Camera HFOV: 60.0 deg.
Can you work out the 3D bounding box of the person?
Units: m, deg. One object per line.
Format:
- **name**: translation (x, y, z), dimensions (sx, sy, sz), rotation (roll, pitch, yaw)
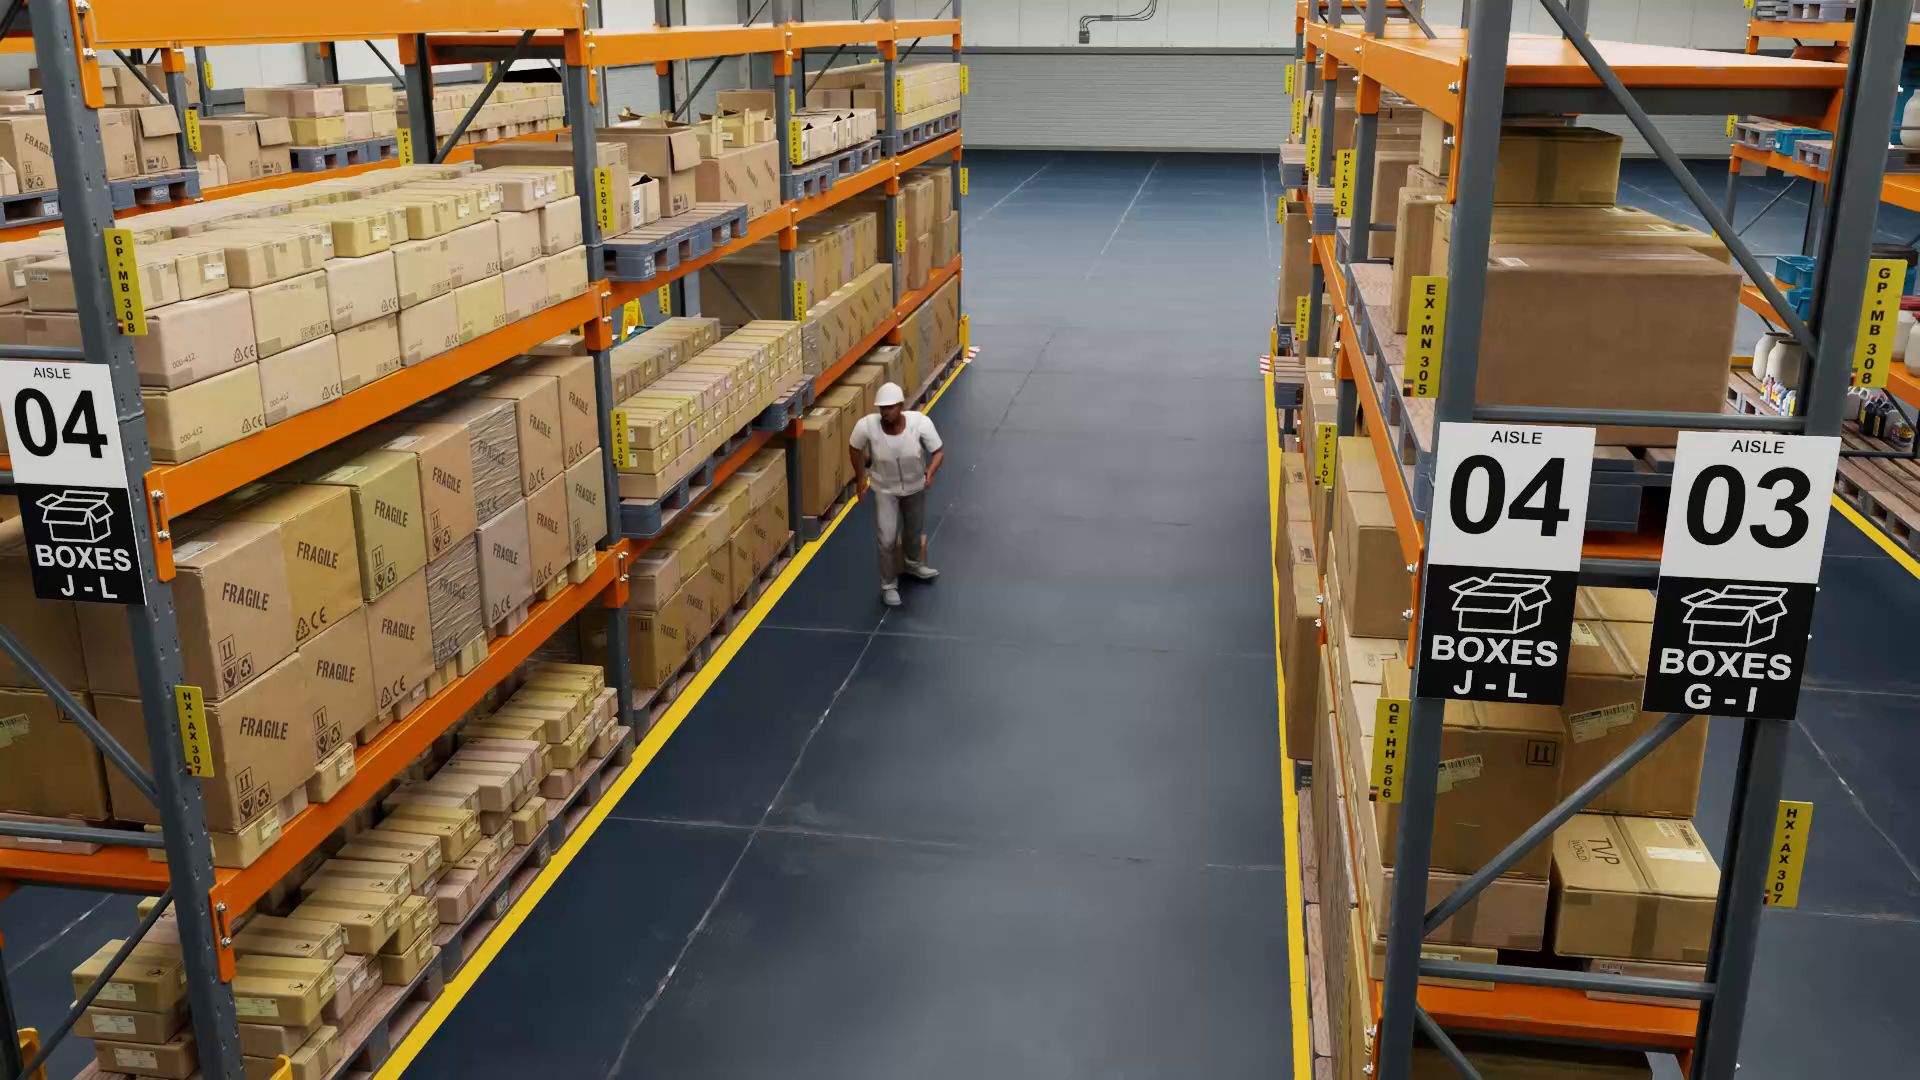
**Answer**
- **person**: translation (-0.442, -0.375, 12.323), dimensions (0.707, 1.687, 0.888), rotation (-5, 18, -15)
